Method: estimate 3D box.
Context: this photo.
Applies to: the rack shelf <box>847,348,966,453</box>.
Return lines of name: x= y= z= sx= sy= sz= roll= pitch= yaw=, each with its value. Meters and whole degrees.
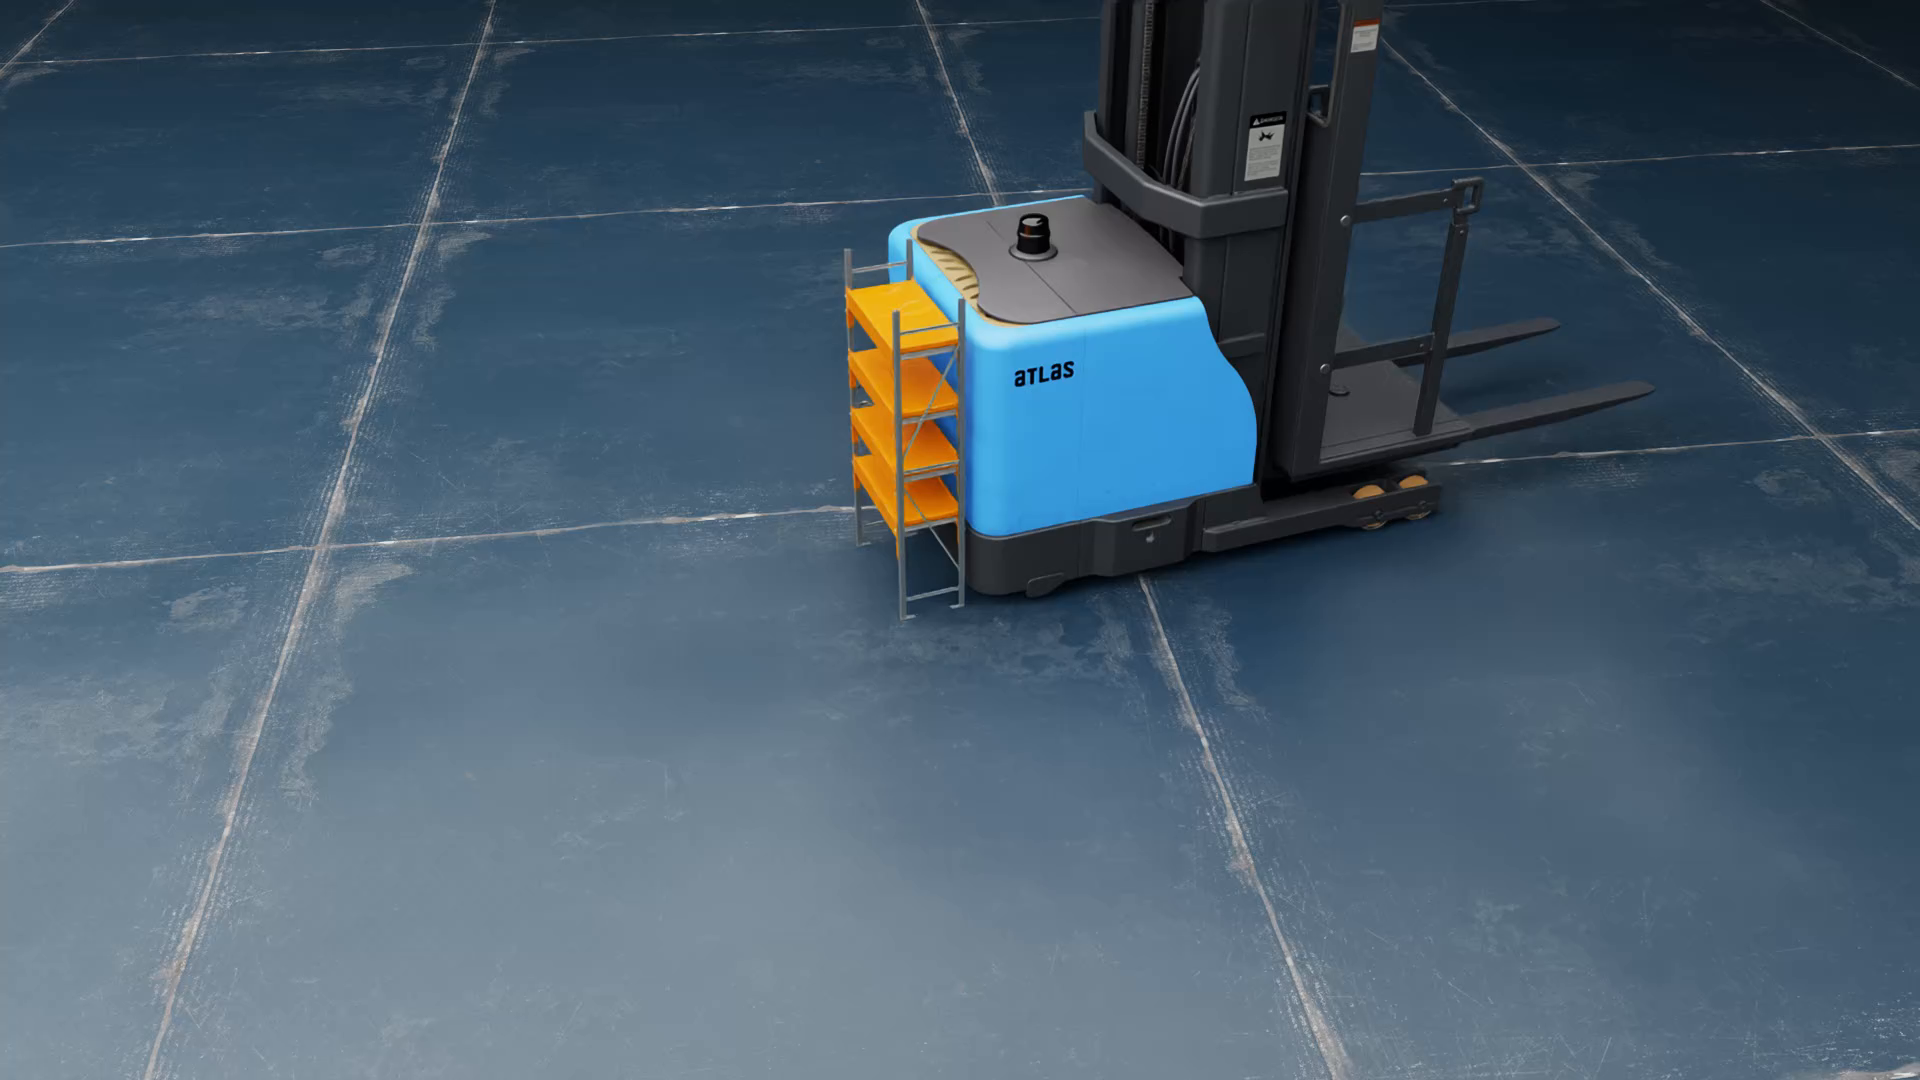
rack shelf: x=-0.185 y=-0.496 z=5.635 sx=0.258 sy=0.148 sz=0.480 roll=-12 pitch=36 yaw=-17

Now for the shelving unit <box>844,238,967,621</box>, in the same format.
shelving unit: x=-0.185 y=-0.367 z=5.723 sx=0.258 sy=1.200 sz=0.503 roll=-12 pitch=36 yaw=-17

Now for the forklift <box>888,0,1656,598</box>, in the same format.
forklift: x=1.297 y=-1.516 z=5.872 sx=3.031 sy=2.935 sz=1.130 roll=-12 pitch=36 yaw=-17

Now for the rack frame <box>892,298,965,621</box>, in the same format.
rack frame: x=-0.097 y=-0.239 z=5.535 sx=0.240 sy=1.200 sz=0.015 roll=-12 pitch=36 yaw=-17

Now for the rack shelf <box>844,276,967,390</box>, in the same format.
rack shelf: x=-0.185 y=-0.692 z=5.502 sx=0.258 sy=0.148 sz=0.480 roll=-12 pitch=36 yaw=-17

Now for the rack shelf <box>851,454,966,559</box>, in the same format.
rack shelf: x=-0.185 y=-0.147 z=5.873 sx=0.258 sy=0.148 sz=0.480 roll=-12 pitch=36 yaw=-17

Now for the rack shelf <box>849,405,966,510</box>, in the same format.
rack shelf: x=-0.185 y=-0.311 z=5.761 sx=0.258 sy=0.148 sz=0.480 roll=-12 pitch=36 yaw=-17

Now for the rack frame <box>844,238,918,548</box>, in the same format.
rack frame: x=-0.273 y=-0.495 z=5.911 sx=0.240 sy=1.200 sz=0.015 roll=-12 pitch=36 yaw=-17
